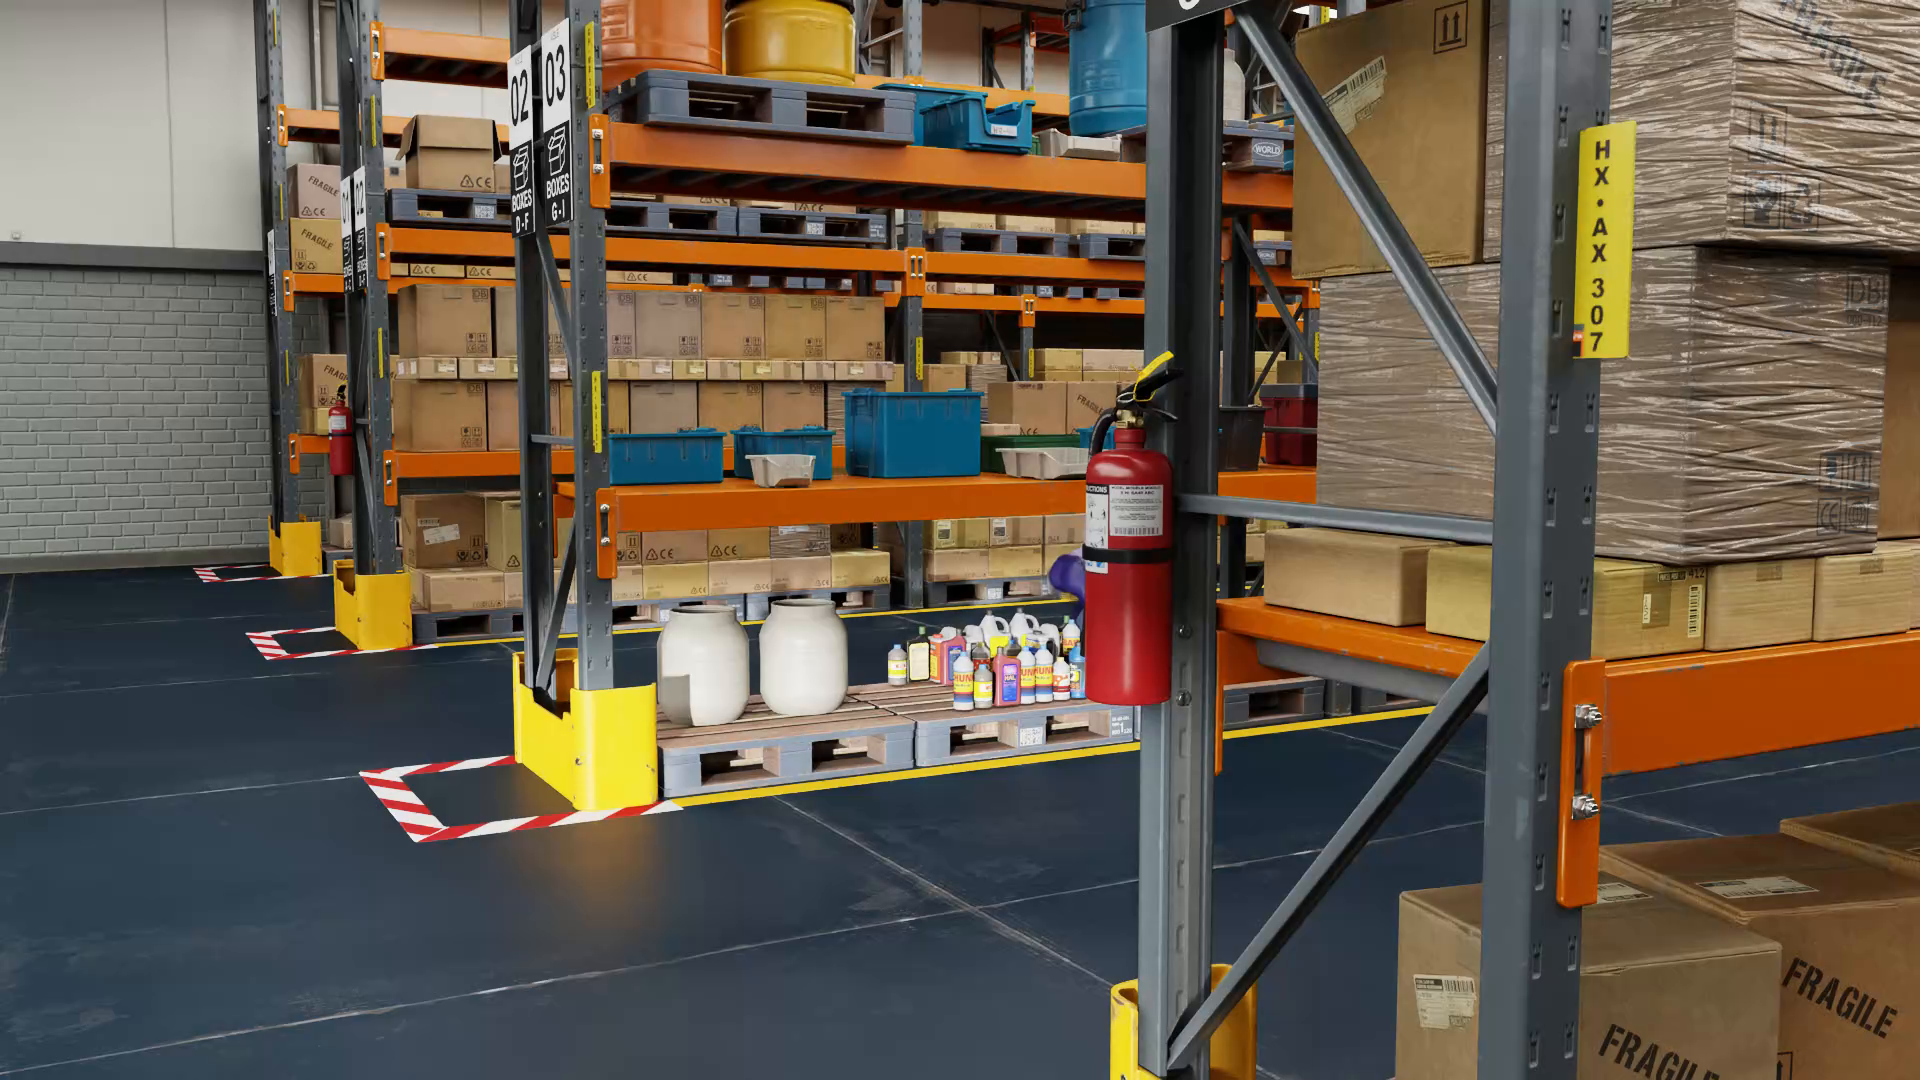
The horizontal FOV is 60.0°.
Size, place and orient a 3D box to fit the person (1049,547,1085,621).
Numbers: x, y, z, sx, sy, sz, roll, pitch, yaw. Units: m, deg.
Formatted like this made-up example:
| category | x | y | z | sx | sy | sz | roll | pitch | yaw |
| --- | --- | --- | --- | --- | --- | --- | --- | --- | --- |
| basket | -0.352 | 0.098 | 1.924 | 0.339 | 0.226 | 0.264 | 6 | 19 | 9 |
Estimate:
| category | x | y | z | sx | sy | sz | roll | pitch | yaw |
| --- | --- | --- | --- | --- | --- | --- | --- | --- | --- |
| person | 1.045 | 0.319 | 11.841 | 0.869 | 0.777 | 0.500 | -3 | 6 | -30 |
